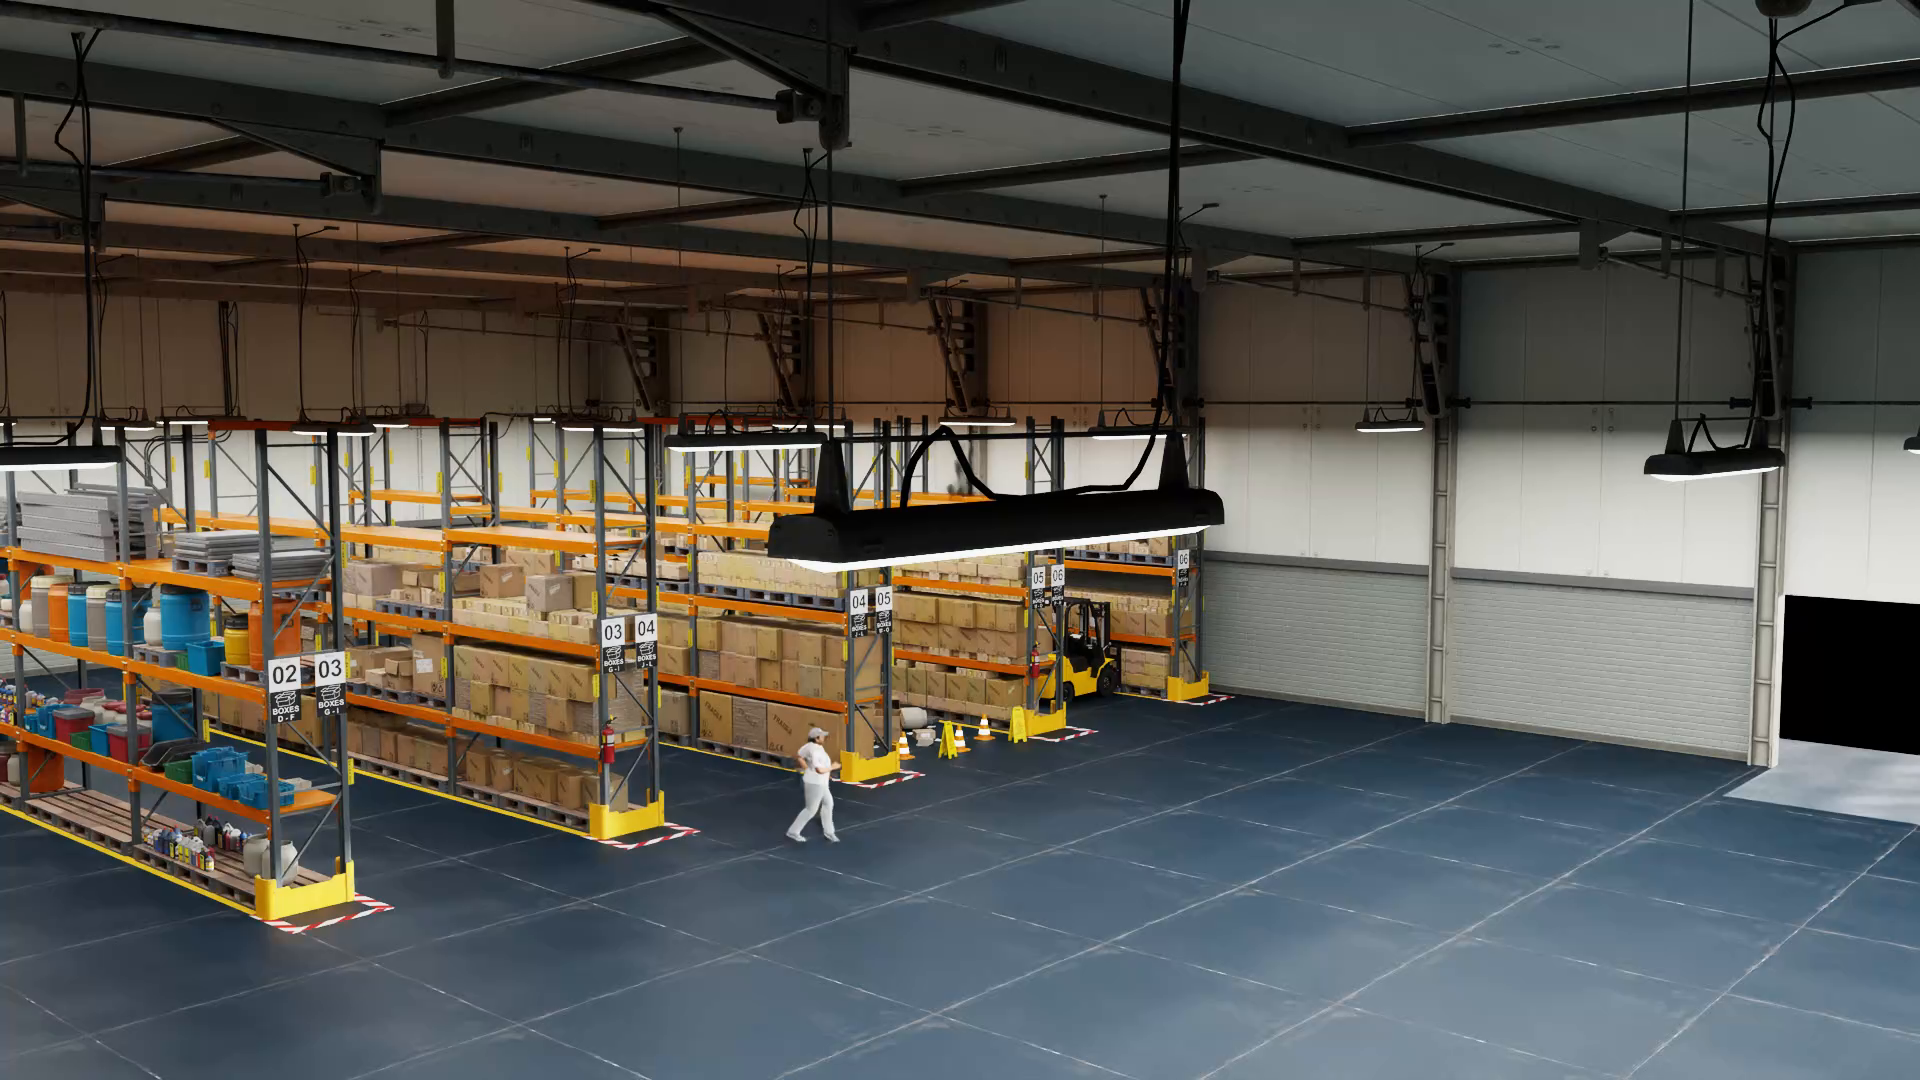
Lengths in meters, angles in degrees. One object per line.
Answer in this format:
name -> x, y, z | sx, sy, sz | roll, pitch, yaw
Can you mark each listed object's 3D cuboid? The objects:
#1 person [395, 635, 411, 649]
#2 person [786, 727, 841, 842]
person -> -13.511, 2.193, 40.106 | 0.504, 1.618, 0.640 | 0, 5, -3
person -> -2.092, 3.532, 23.754 | 0.800, 1.725, 0.591 | -1, 5, -10
